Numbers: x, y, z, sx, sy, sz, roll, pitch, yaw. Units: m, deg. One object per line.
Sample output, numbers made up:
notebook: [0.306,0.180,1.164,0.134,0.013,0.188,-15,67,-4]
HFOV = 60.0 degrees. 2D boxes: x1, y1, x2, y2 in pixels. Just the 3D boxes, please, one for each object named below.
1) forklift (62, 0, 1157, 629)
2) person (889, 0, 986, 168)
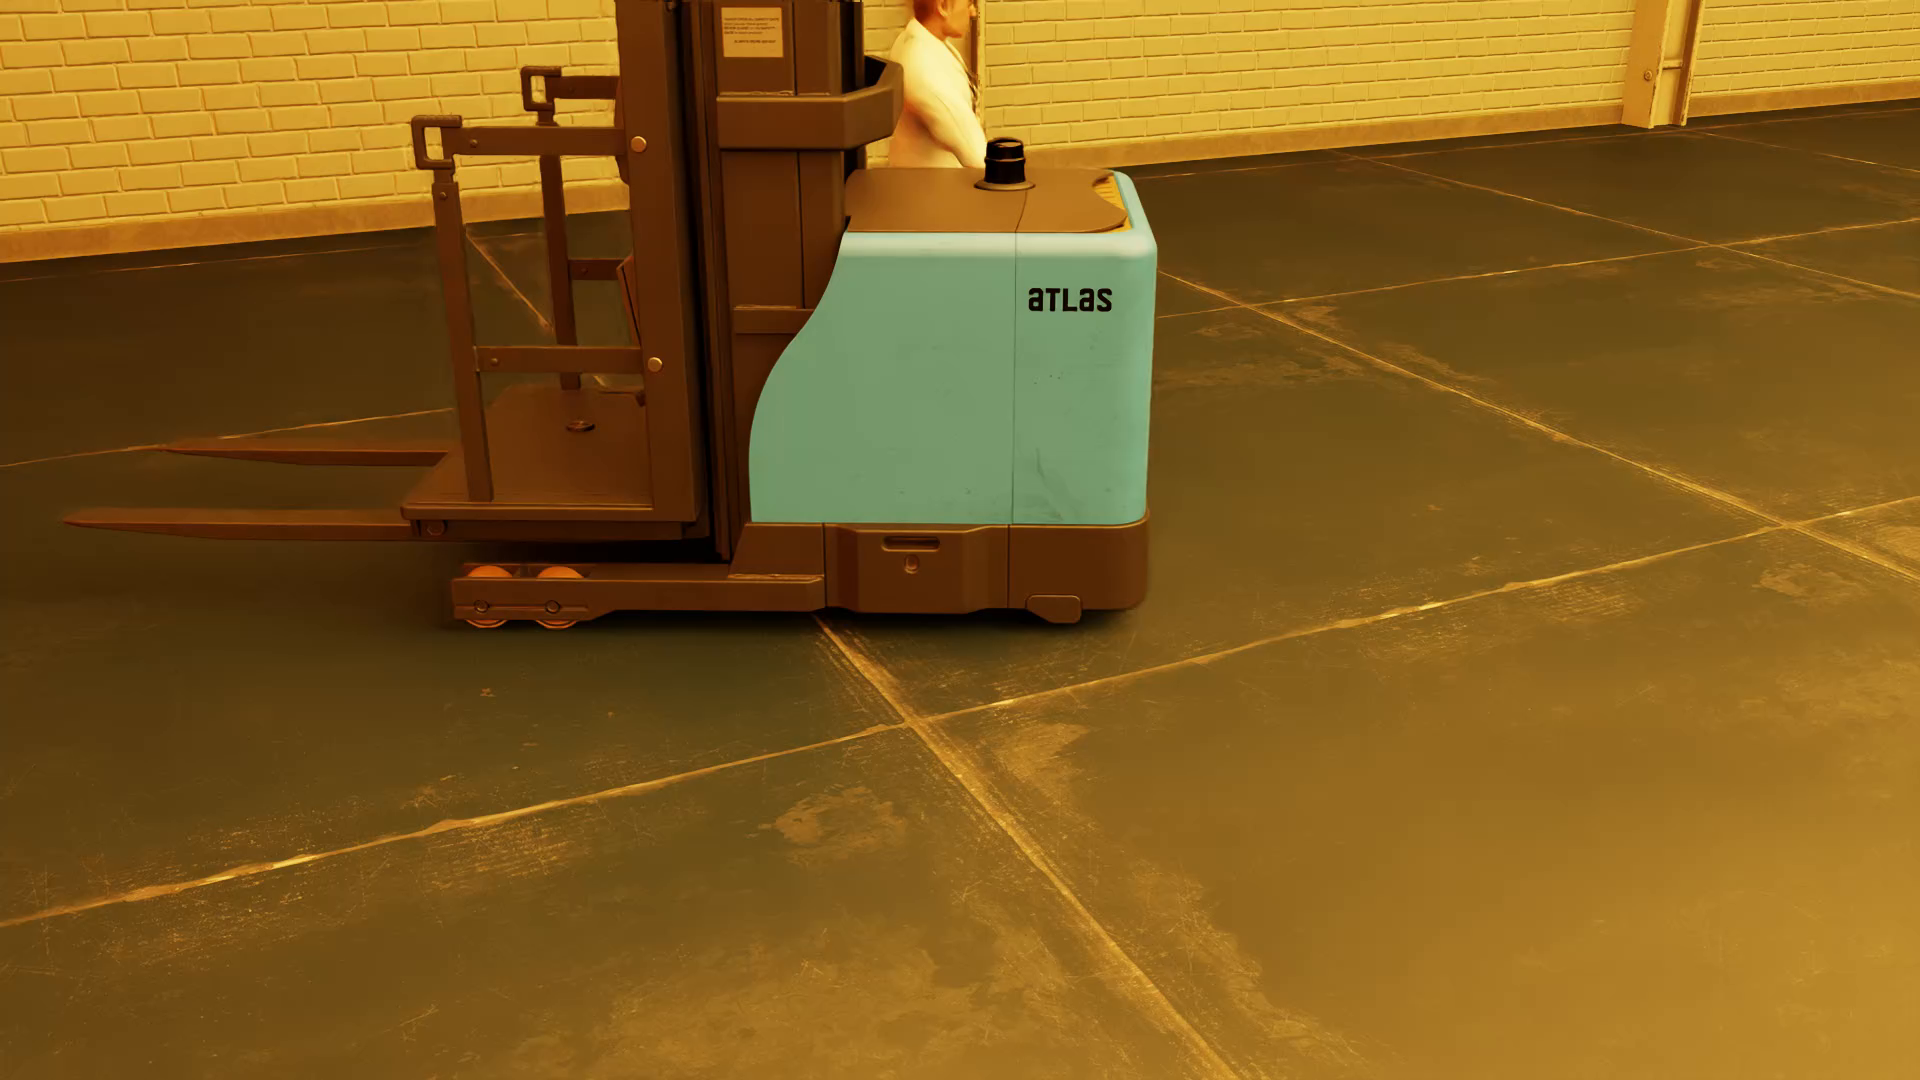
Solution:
forklift: [-0.994,-1.313,4.448,3.031,2.935,1.130,1,23,1]
person: [0.081,-1.178,5.832,0.649,1.635,0.830,-2,23,-5]
